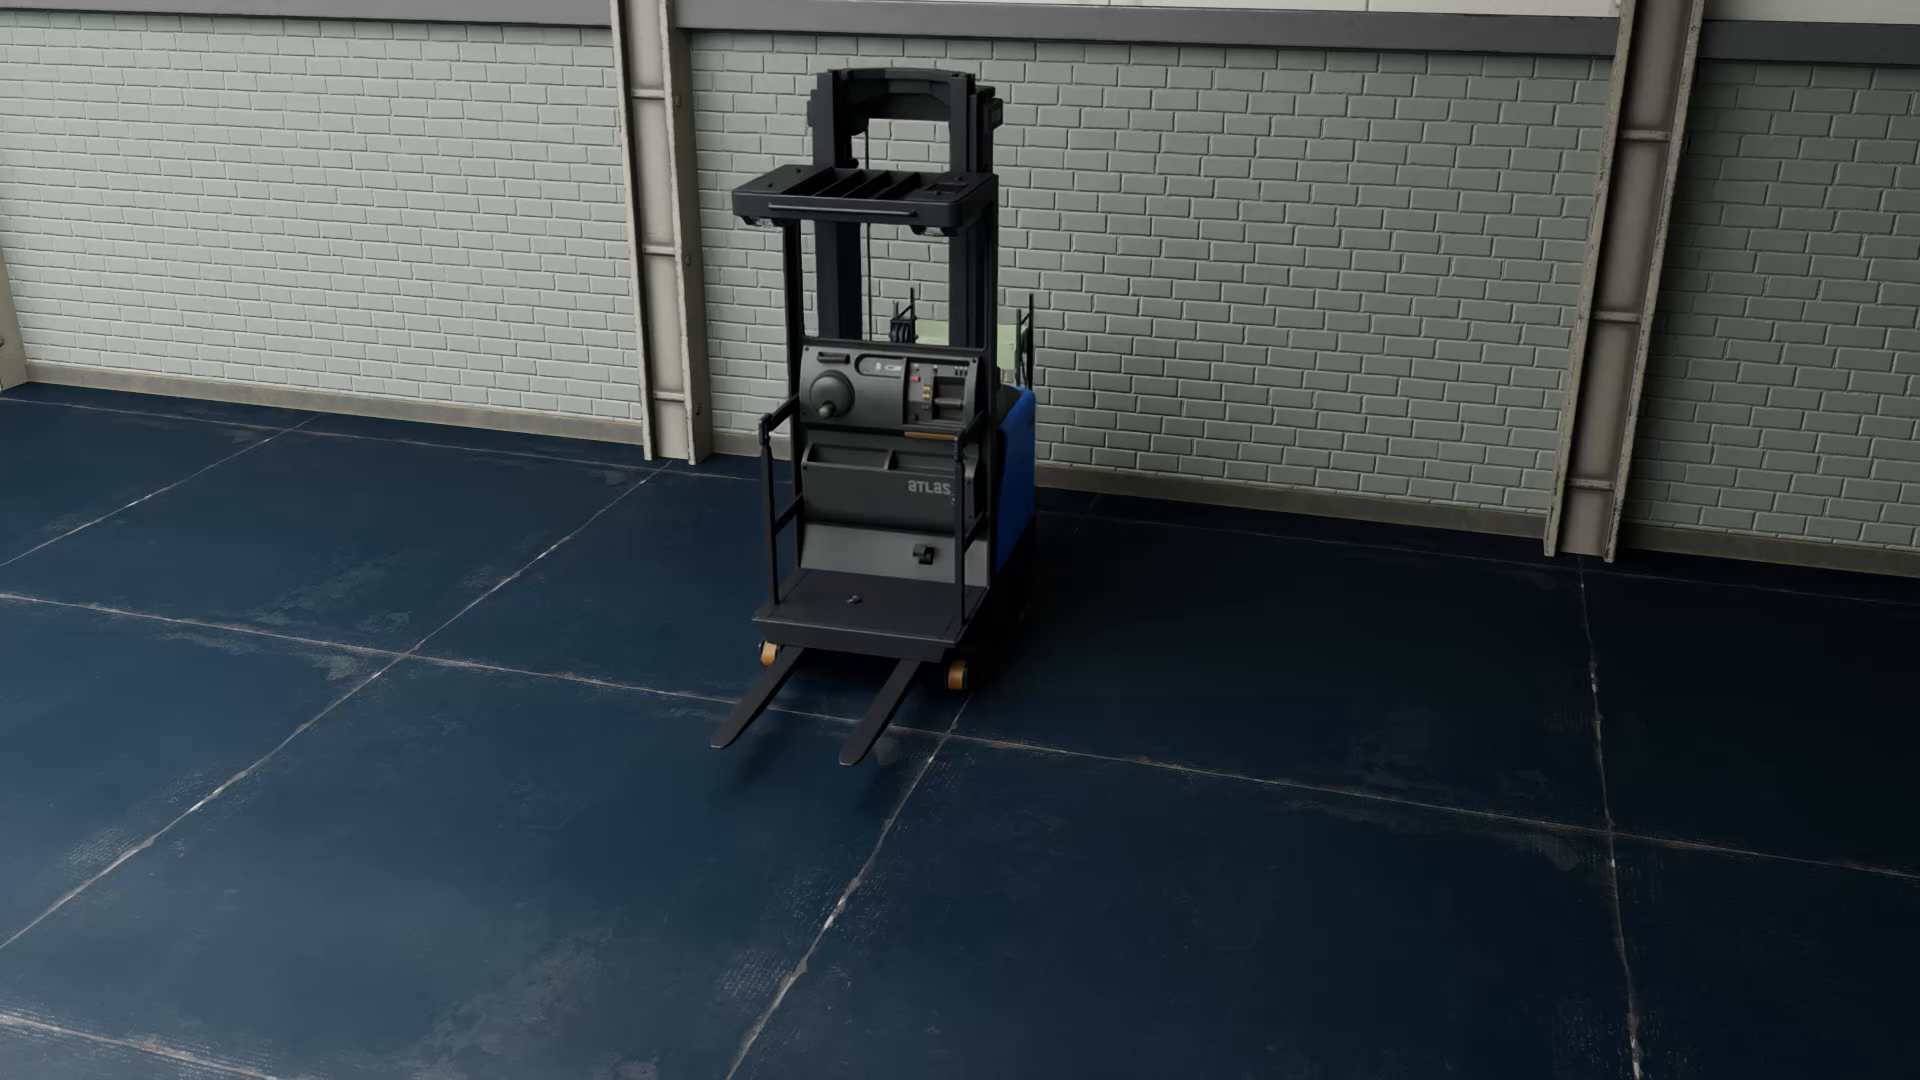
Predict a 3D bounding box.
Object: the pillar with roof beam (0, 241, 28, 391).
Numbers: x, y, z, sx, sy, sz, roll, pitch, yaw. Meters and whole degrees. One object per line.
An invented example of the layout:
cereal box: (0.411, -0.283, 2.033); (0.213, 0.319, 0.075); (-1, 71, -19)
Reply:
pillar with roof beam: (-8.966, -3.856, 7.813); (0.400, 9.000, 9.100); (7, 23, 16)

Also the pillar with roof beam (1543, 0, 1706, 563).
pillar with roof beam: (2.522, -2.541, 4.606); (0.400, 9.000, 9.100); (7, 23, 16)

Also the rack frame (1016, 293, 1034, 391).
rack frame: (0.382, -0.700, 10.000); (0.023, 1.500, 0.400); (5, 23, 13)

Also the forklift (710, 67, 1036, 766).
forklift: (-0.414, -0.751, 8.239); (1.130, 2.935, 3.031); (6, 23, 13)

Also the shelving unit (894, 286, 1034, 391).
shelving unit: (0.027, -0.733, 10.081); (0.755, 1.500, 0.431); (5, 23, 13)

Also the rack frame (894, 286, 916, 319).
rack frame: (-0.328, -0.767, 10.163); (0.023, 1.500, 0.400); (5, 23, 13)

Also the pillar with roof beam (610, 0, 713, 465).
pillar with roof beam: (-3.222, -3.198, 6.209); (0.400, 9.000, 9.100); (7, 23, 16)

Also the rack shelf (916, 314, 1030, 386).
rack shelf: (0.027, -1.094, 9.933); (0.720, 0.370, 0.431); (5, 23, 13)
